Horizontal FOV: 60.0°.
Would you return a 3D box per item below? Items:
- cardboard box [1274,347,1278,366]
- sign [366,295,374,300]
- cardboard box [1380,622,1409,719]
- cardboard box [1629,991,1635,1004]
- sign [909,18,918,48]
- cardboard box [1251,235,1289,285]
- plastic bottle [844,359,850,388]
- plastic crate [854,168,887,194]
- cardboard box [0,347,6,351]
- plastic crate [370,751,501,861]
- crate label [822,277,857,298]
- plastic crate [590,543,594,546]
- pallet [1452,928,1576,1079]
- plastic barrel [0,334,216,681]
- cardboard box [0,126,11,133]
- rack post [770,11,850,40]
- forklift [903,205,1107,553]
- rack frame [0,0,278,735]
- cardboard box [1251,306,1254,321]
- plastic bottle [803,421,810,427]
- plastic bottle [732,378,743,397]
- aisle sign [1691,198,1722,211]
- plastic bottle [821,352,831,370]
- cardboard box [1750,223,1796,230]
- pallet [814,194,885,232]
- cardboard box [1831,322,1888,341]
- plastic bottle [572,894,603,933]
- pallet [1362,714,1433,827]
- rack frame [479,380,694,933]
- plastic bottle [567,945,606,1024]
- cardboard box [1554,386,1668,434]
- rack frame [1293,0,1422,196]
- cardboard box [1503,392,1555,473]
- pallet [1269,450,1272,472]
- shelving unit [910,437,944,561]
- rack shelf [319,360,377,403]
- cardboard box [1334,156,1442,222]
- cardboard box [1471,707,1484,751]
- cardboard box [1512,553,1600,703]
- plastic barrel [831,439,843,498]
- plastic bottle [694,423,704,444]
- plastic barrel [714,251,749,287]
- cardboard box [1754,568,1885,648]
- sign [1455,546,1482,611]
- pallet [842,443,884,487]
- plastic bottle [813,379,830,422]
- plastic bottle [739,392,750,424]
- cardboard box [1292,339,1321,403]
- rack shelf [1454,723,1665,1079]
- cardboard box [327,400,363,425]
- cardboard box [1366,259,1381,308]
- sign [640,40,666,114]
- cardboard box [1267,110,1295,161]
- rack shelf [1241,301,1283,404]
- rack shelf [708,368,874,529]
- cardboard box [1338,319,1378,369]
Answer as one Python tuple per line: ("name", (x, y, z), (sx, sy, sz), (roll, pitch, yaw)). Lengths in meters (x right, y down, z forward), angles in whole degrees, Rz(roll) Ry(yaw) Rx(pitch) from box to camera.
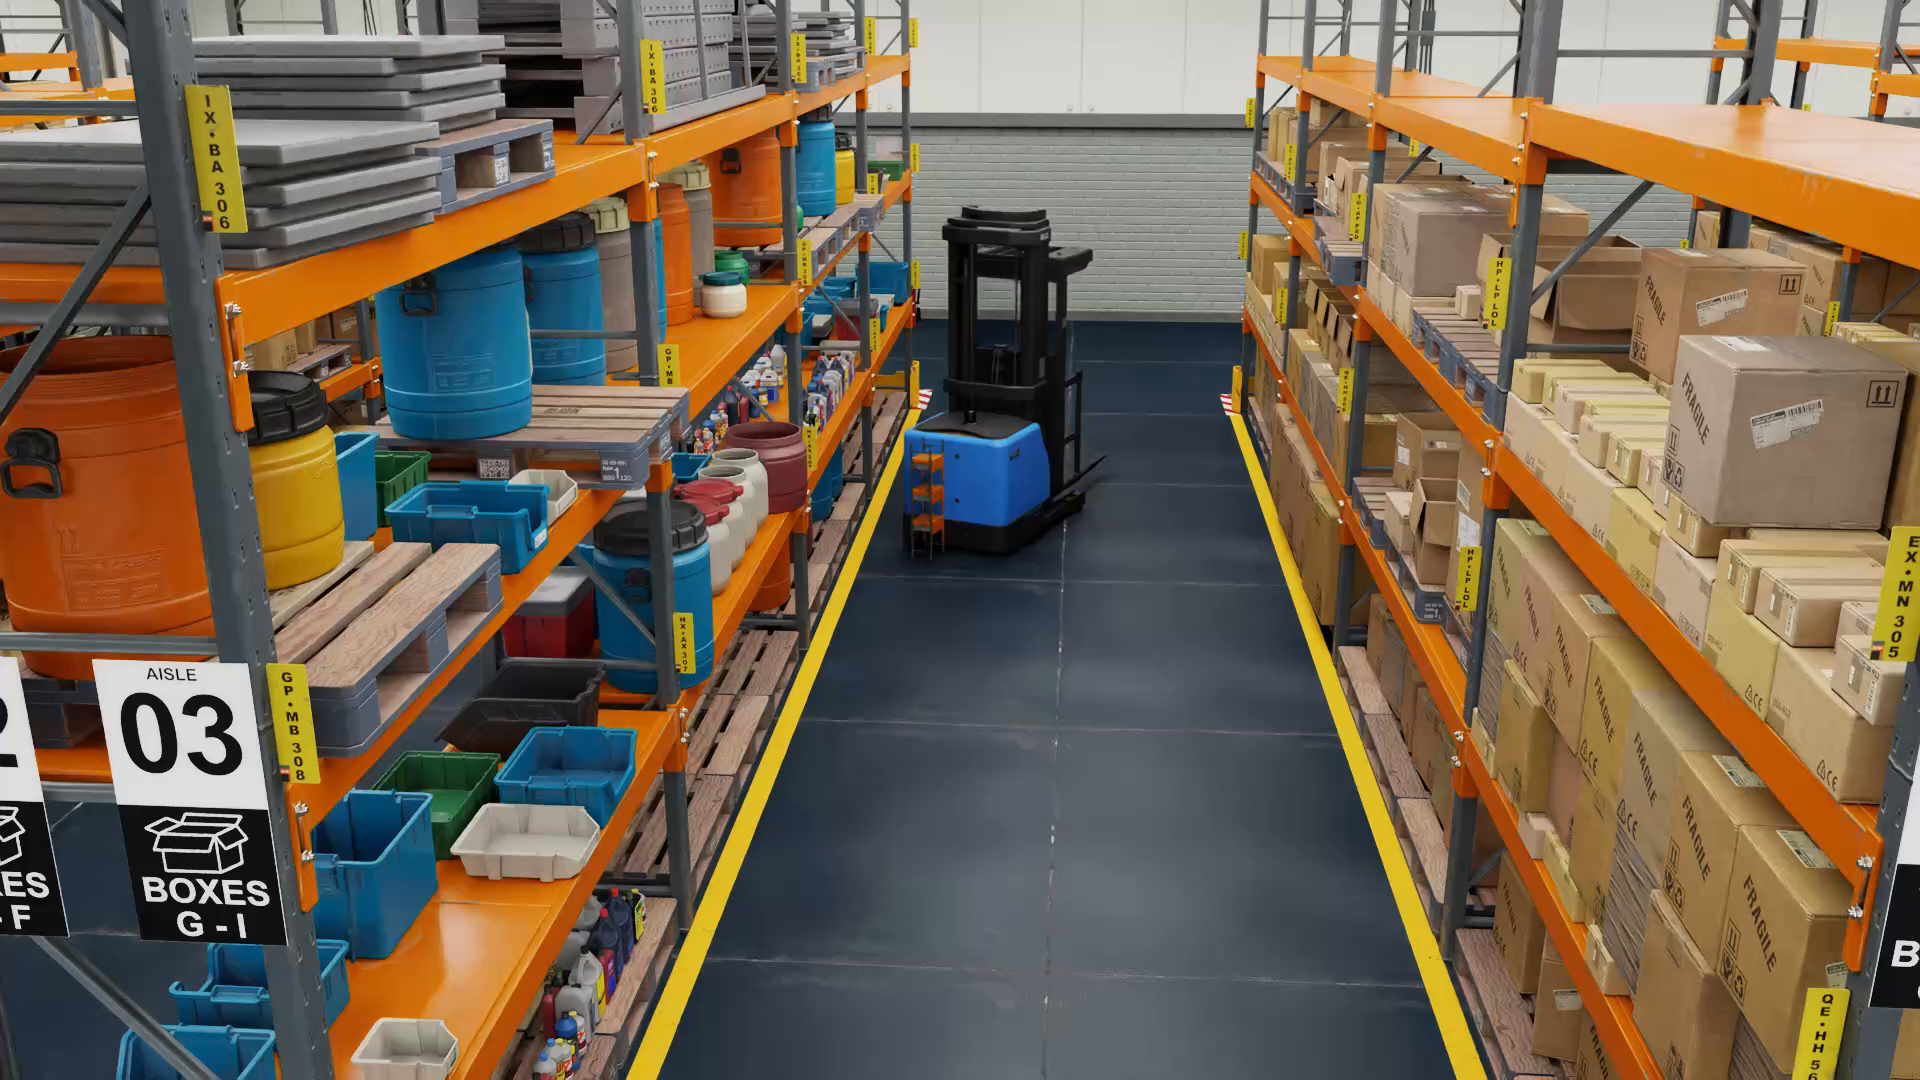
("cardboard box", (3.287, -1.799, 16.327), (0.380, 0.149, 0.250), (2, 18, 5))
("sign", (-5.753, -2.498, 16.196), (0.100, 0.325, 0.005), (1, 18, 4))
("cardboard box", (3.232, 0.866, 11.099), (0.700, 0.500, 0.500), (0, 18, -1))
("cardboard box", (2.602, 1.628, 5.868), (0.380, 0.149, 0.250), (1, 18, 4))
("sign", (-0.530, -5.780, 18.955), (0.100, 0.325, 0.005), (1, 18, 4))
("cardboard box", (3.521, -3.107, 18.473), (0.500, 0.500, 0.500), (1, 18, 3))
("plastic bottle", (-1.098, -1.545, 15.347), (0.152, 0.276, 0.135), (1, 18, 4))
("plastic crate", (-1.004, -3.590, 16.782), (0.497, 0.269, 0.590), (1, 18, 4))
("cardboard box", (-11.173, -2.140, 19.262), (0.380, 0.149, 0.250), (2, 18, 5))
("plastic crate", (-2.319, 1.154, 7.253), (0.450, 0.188, 0.662), (1, 18, 4))
("crate label", (-1.425, -2.969, 19.666), (0.416, 0.233, 0.303), (1, 18, 4))
("plastic crate", (-2.096, 0.191, 10.190), (0.450, 0.188, 0.662), (1, 18, 4))
("pallet", (2.988, 2.283, 7.945), (1.003, 0.211, 1.213), (1, 18, 4))
("plastic barrel", (-2.318, -0.103, 4.566), (0.600, 0.830, 0.708), (1, 18, 4))
("cardboard box", (-10.817, -4.717, 18.214), (0.500, 0.500, 0.500), (0, 18, 1))
("rack post", (-1.458, -4.401, 14.351), (0.937, 0.300, 0.954), (1, 18, 3))
("forklift", (0.571, -1.697, 15.722), (1.130, 2.935, 3.031), (8, 20, 24))
("rack frame", (-2.226, -0.971, 3.762), (1.000, 3.000, 0.127), (1, 18, 4))
("cardboard box", (3.454, -2.516, 18.516), (0.380, 0.149, 0.250), (1, 18, 3))
("plastic bottle", (-1.266, -0.817, 13.124), (0.152, 0.276, 0.135), (1, 18, 4))
("plastic bottle", (-1.892, -1.219, 14.232), (0.144, 0.351, 0.185), (1, 18, 4))
("aisle sign", (8.507, -4.101, 18.775), (0.394, 0.787, 0.004), (1, 18, 4))
("plastic bottle", (-1.249, -1.534, 15.194), (0.144, 0.351, 0.185), (1, 18, 4))
("cardboard box", (8.414, -3.049, 17.495), (0.500, 0.500, 0.500), (1, 18, 3))
("pallet", (-1.325, -2.937, 14.882), (1.213, 0.211, 1.003), (1, 18, 4))
("cardboard box", (8.027, -1.845, 14.838), (0.380, 0.149, 0.250), (2, 18, 7))
("plastic bottle", (-1.842, 1.891, 8.211), (0.144, 0.351, 0.185), (1, 18, 4))
("pallet", (3.140, 1.451, 10.481), (1.003, 0.211, 1.213), (1, 18, 4))
("rack frame", (-1.940, 0.638, 8.487), (1.000, 3.000, 0.127), (1, 18, 4))
("plastic bottle", (-1.735, 2.054, 7.713), (0.144, 0.351, 0.185), (1, 18, 4))
("cardboard box", (2.678, -0.533, 6.843), (0.380, 0.149, 0.250), (1, 18, 4))
("rack frame", (3.574, -4.587, 14.798), (1.000, 3.000, 0.127), (1, 18, 4))
("cardboard box", (2.713, -0.472, 7.297), (0.500, 0.250, 0.500), (1, 18, 2))
("pallet", (3.707, -0.646, 16.882), (1.003, 0.211, 1.213), (1, 18, 4))
("shelving unit", (-0.287, -0.362, 14.670), (0.215, 1.050, 0.252), (8, 20, 24))
("rack shelf", (-6.450, -0.996, 14.627), (1.077, 0.370, 4.000), (1, 18, 4))
("cardboard box", (3.412, -2.803, 13.330), (0.797, 0.503, 0.637), (1, 18, 3))
("cardboard box", (2.685, 0.928, 8.005), (0.380, 0.149, 0.250), (1, 18, 4))
("cardboard box", (2.680, 0.374, 7.049), (0.500, 0.500, 0.500), (1, 18, 4))
("plastic barrel", (-1.422, -0.881, 15.817), (0.600, 0.901, 0.708), (1, 18, 4))
("plastic bottle", (-2.033, -0.756, 12.928), (0.061, 0.283, 0.133), (1, 18, 4))
("plastic barrel", (-1.620, -1.879, 11.598), (0.294, 0.245, 0.294), (0, 18, 0))
("cardboard box", (2.468, 0.188, 4.642), (0.380, 0.149, 0.250), (0, 18, 2))
("sign", (2.447, 0.187, 8.004), (0.100, 0.325, 0.005), (1, 18, 4))
("pallet", (-1.352, -0.751, 17.204), (1.003, 0.211, 1.213), (1, 18, 4))
("plastic bottle", (-1.185, -1.189, 14.140), (0.144, 0.351, 0.185), (1, 18, 4))
("plastic bottle", (-1.810, -1.094, 13.958), (0.061, 0.283, 0.133), (1, 18, 4))
("cardboard box", (3.257, -1.491, 14.821), (0.500, 0.500, 0.500), (1, 18, 4))
("rack shelf", (2.857, 1.711, 6.366), (1.077, 0.370, 4.000), (1, 18, 4))
("cardboard box", (-6.549, -1.163, 17.291), (0.500, 0.500, 0.500), (1, 18, 4))
("cardboard box", (3.000, -1.708, 11.069), (0.500, 0.250, 0.500), (2, 18, 5))
("sign", (-1.392, -2.098, 7.538), (0.100, 0.325, 0.005), (1, 18, 4))
("cardboard box", (3.716, -4.364, 17.938), (0.700, 0.500, 0.500), (1, 18, 2))
("rack shelf", (3.717, -2.016, 17.740), (1.077, 0.370, 4.000), (1, 18, 4))
("rack shelf", (-1.510, -0.884, 14.286), (1.077, 0.370, 4.000), (1, 18, 4))
("cardboard box", (3.405, -1.447, 13.079), (0.797, 0.503, 0.637), (2, 18, 5))
